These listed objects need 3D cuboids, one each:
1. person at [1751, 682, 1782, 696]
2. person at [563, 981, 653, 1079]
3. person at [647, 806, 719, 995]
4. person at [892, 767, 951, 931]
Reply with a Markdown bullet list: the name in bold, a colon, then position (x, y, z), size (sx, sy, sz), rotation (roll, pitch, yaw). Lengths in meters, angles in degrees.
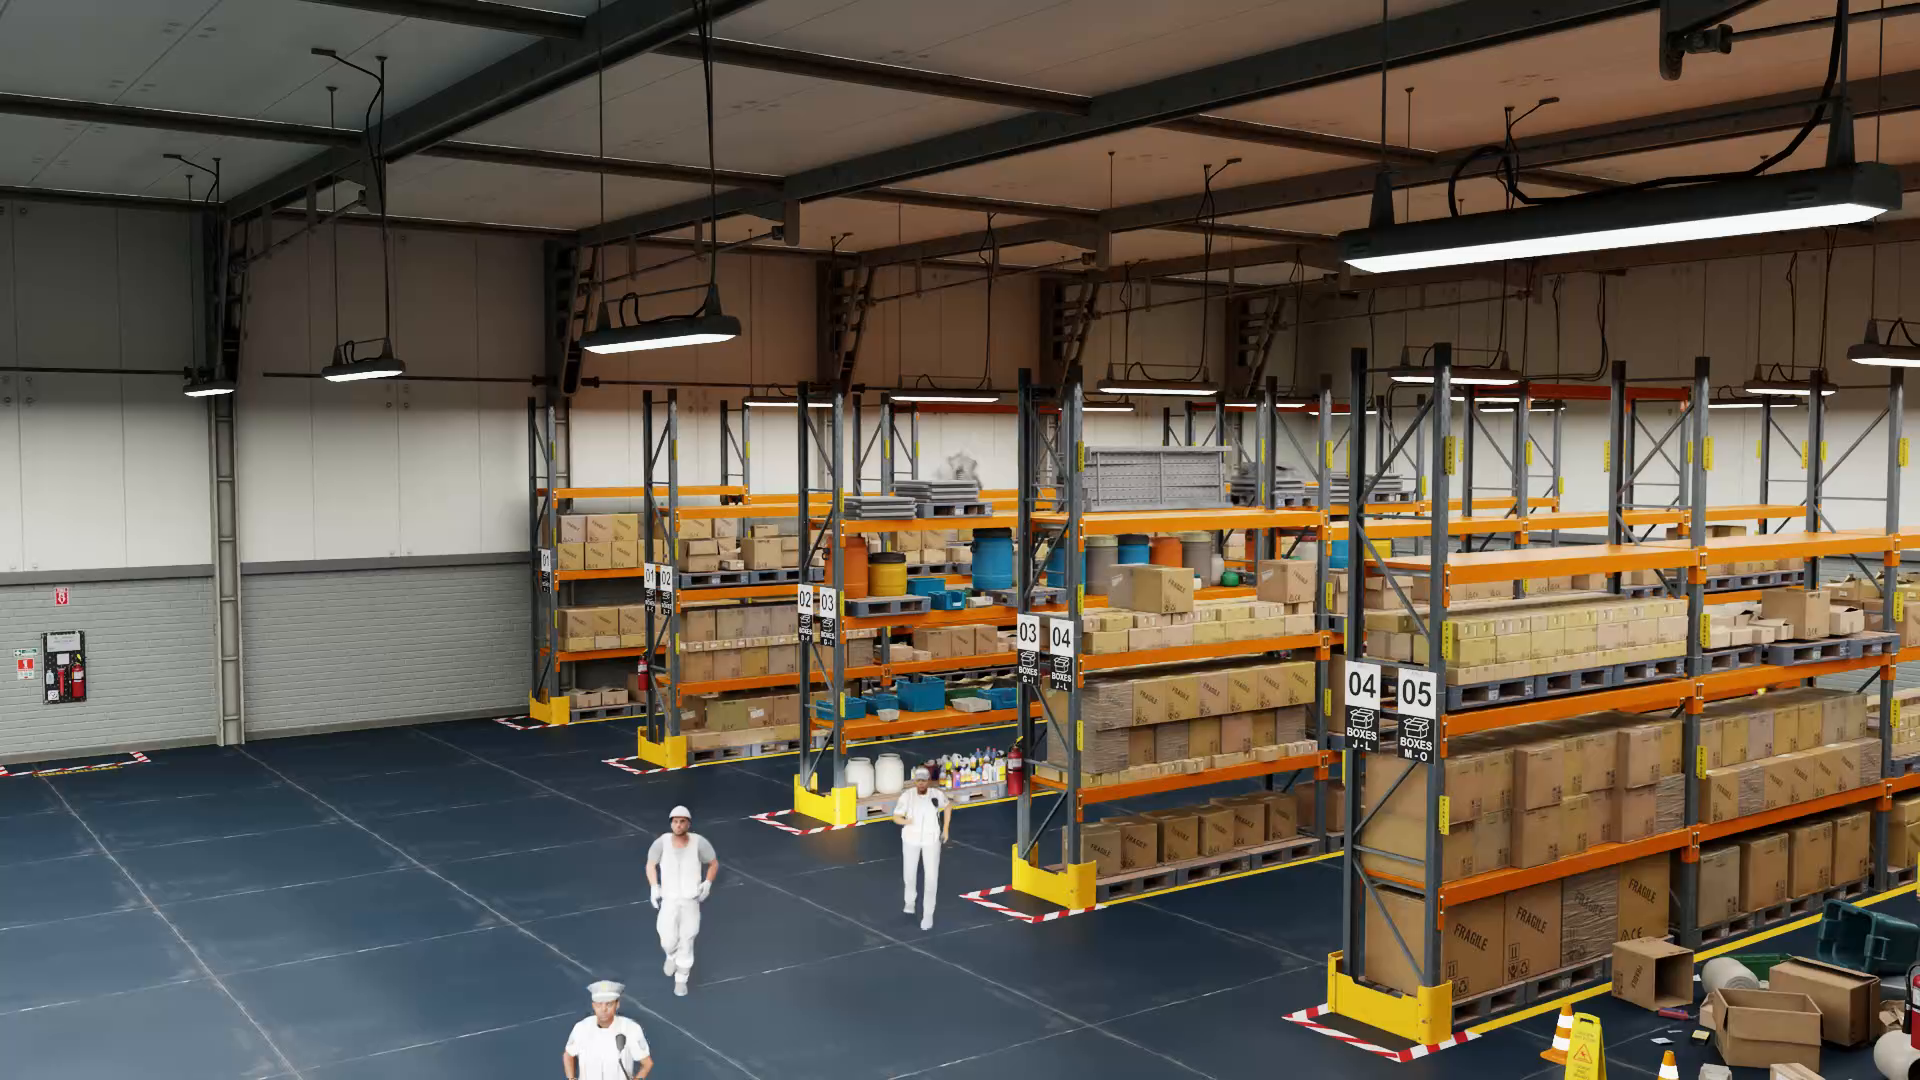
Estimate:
- **person**: position (11.960, 2.842, 24.563), size (0.771, 1.827, 0.674), rotation (-3, 4, -40)
- **person**: position (-2.305, 3.682, 10.864), size (0.594, 1.688, 0.742), rotation (0, 3, -4)
- **person**: position (-2.614, 3.365, 15.682), size (0.678, 1.756, 0.584), rotation (0, 3, -6)
- **person**: position (-0.412, 3.274, 17.823), size (0.616, 1.699, 0.808), rotation (0, 3, 3)
